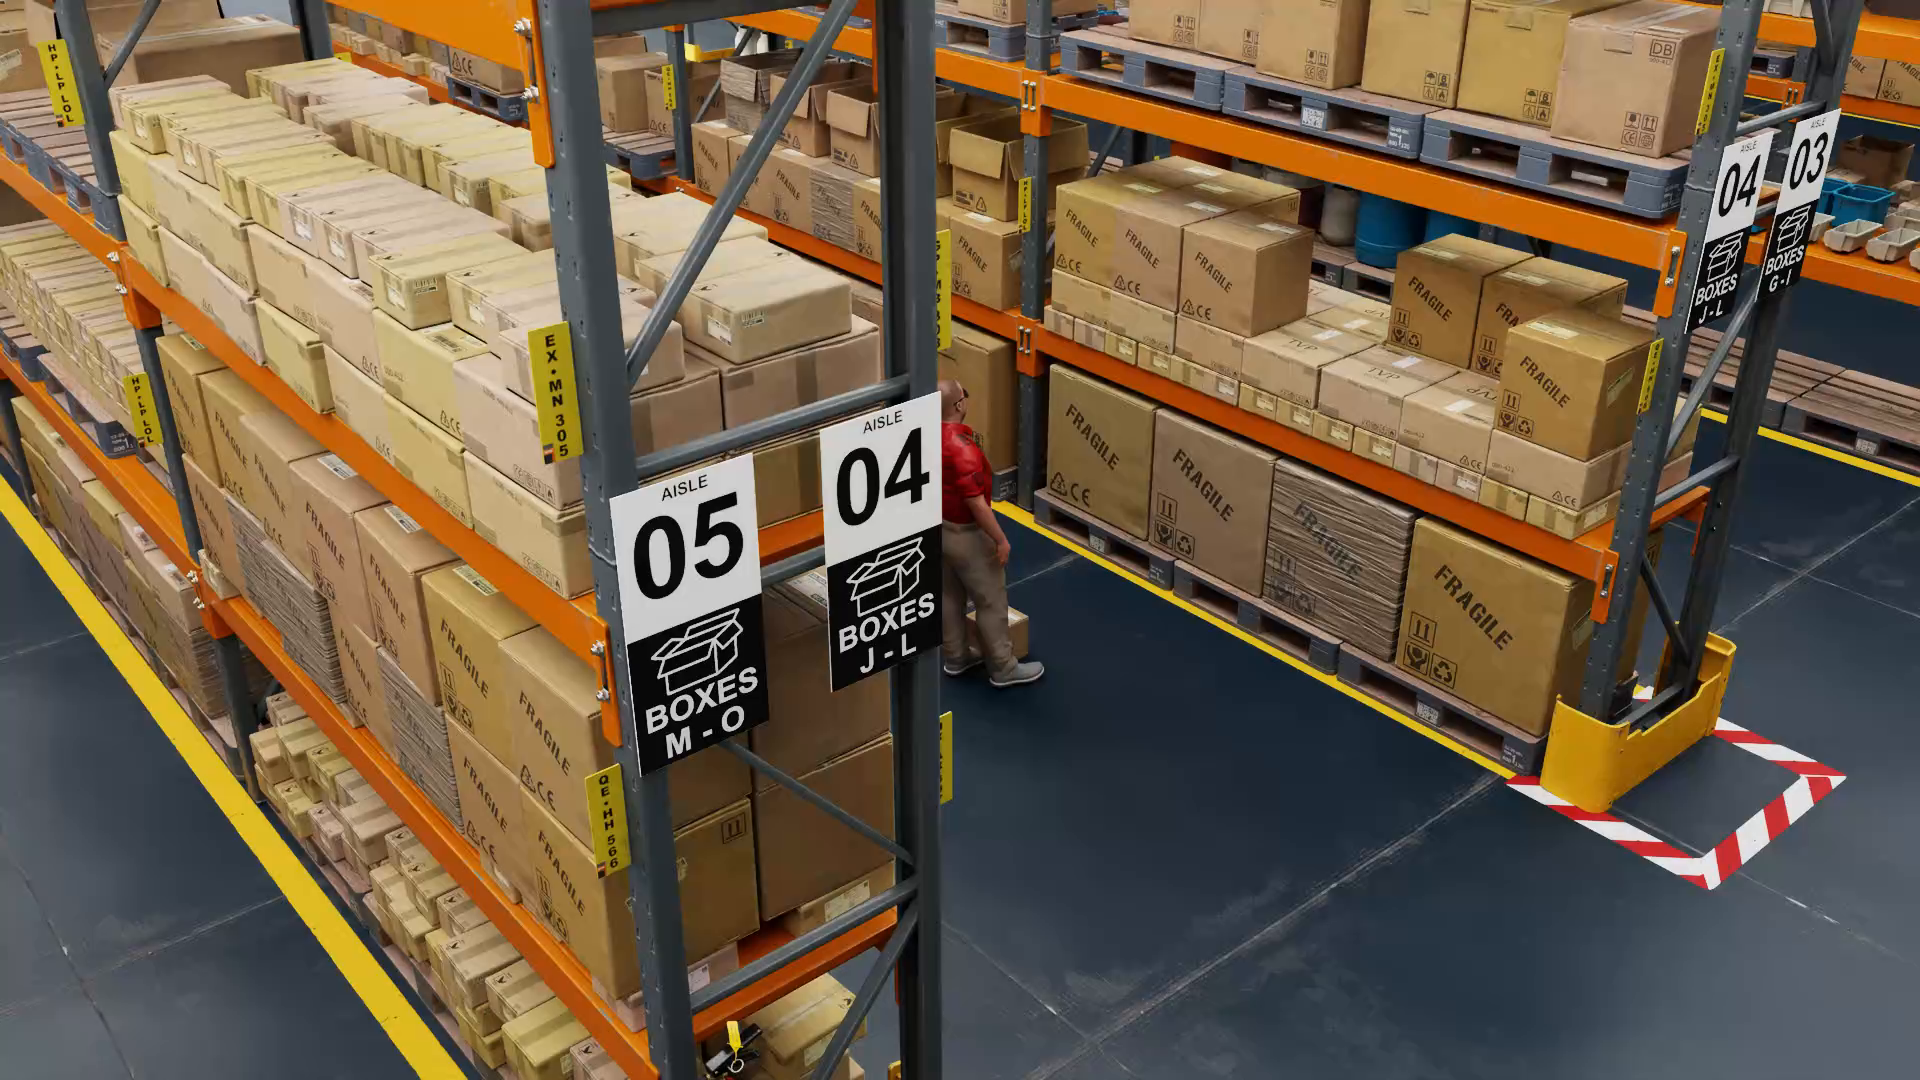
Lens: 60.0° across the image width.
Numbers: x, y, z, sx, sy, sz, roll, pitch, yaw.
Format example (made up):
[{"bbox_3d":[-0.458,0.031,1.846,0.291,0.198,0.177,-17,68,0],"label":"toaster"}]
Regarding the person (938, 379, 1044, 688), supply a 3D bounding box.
[{"bbox_3d":[0.072,-0.057,8.728,0.550,1.728,0.640,-22,35,-35],"label":"person"}]
